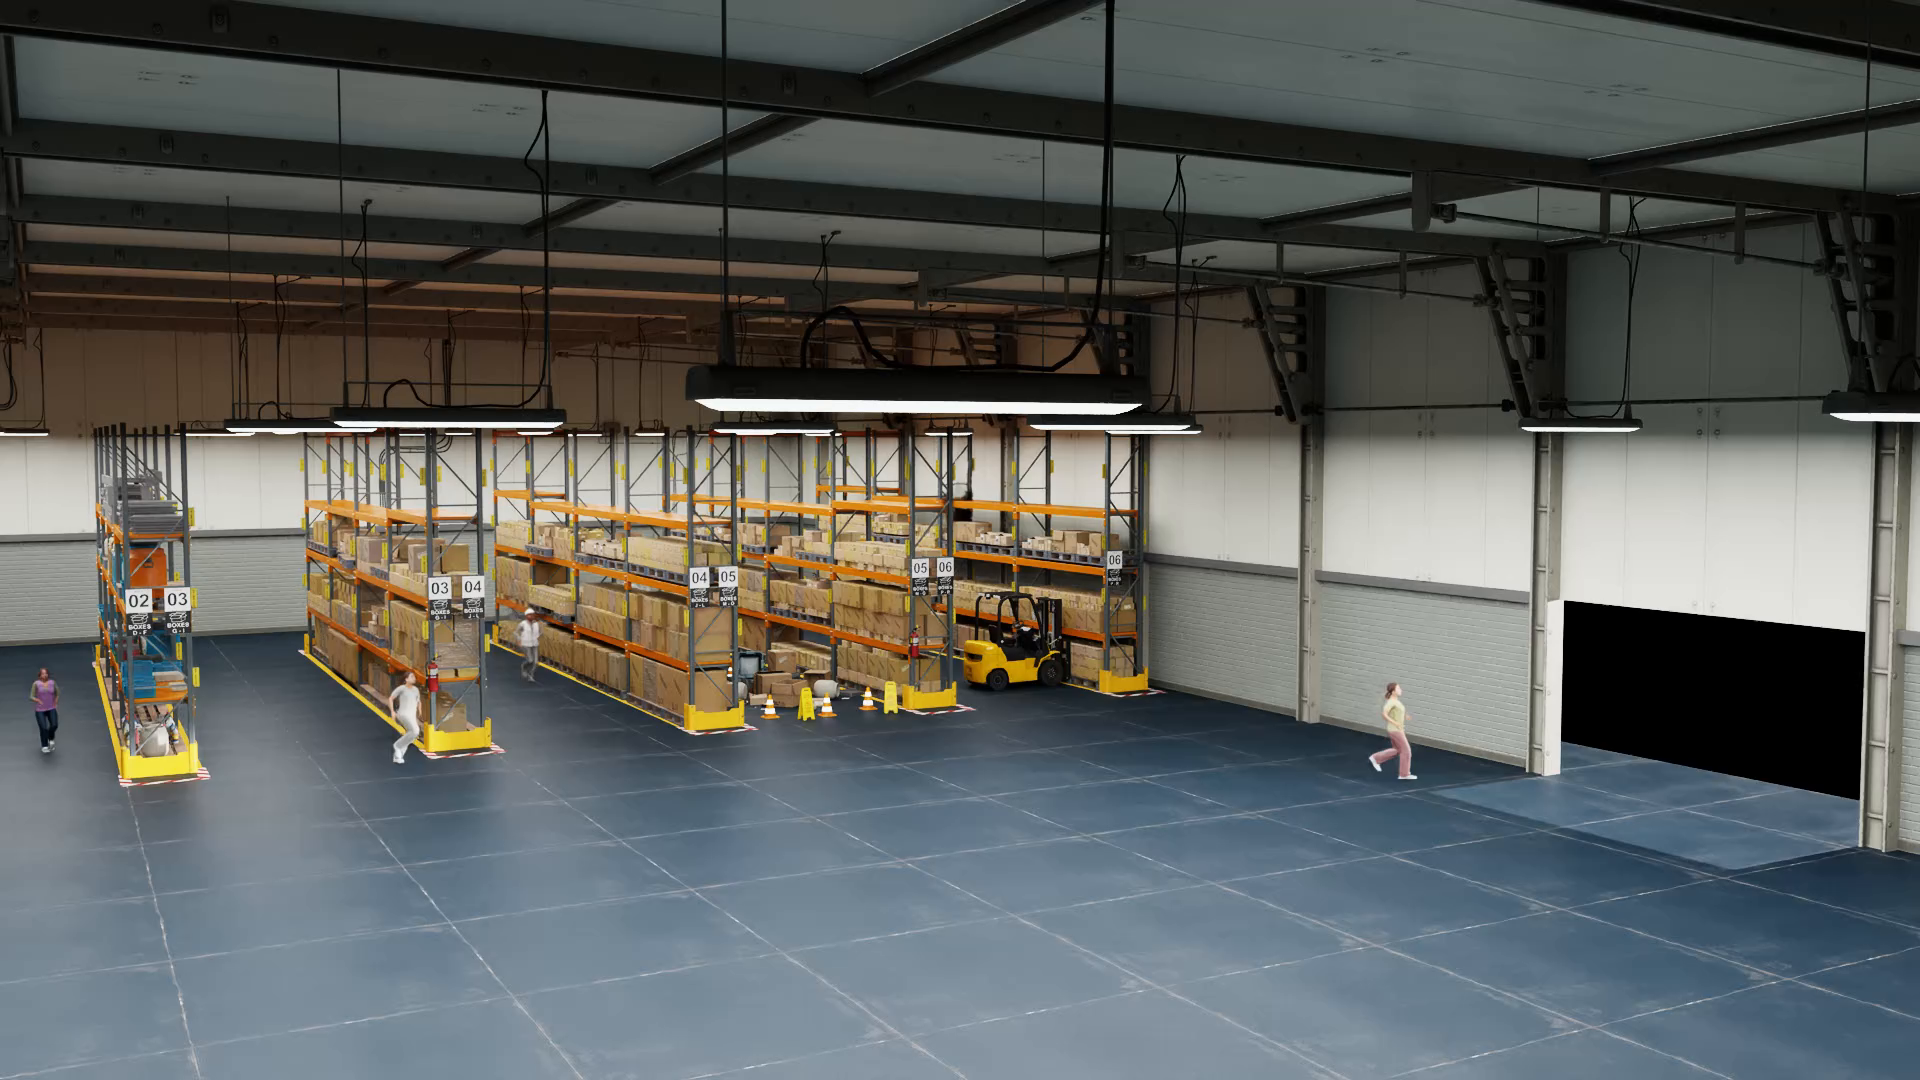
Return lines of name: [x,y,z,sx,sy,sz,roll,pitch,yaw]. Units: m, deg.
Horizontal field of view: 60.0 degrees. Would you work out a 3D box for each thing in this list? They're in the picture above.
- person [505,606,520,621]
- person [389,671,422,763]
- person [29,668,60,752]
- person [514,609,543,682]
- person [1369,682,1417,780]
person: [-12.918,1.984,48.331,0.581,1.654,0.598,-1,4,-23]
person: [-9.742,3.128,29.487,0.538,1.599,0.591,2,4,27]
person: [-16.623,3.103,30.259,0.518,1.558,0.548,-3,4,-37]
person: [-10.117,2.486,39.191,0.652,1.728,0.569,-2,4,-35]
person: [7.288,3.207,27.972,0.802,1.635,0.589,1,4,20]
